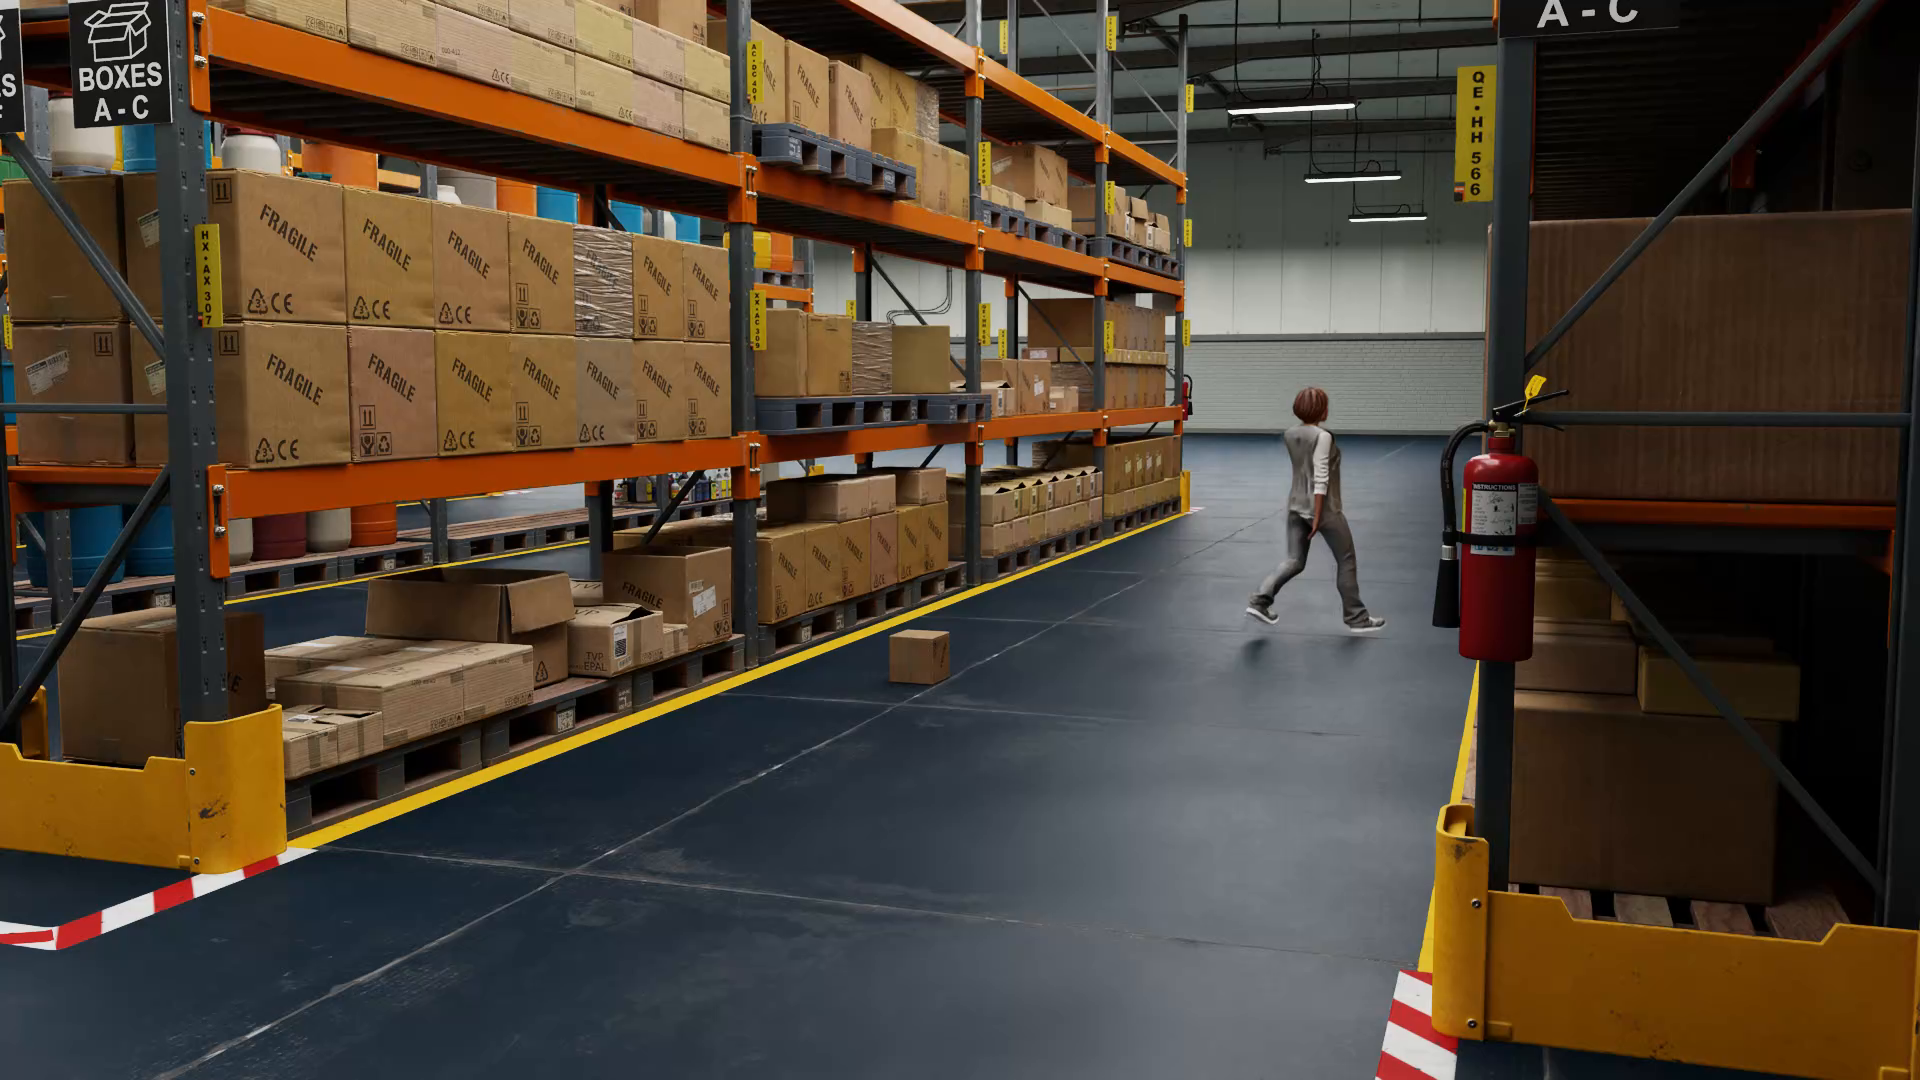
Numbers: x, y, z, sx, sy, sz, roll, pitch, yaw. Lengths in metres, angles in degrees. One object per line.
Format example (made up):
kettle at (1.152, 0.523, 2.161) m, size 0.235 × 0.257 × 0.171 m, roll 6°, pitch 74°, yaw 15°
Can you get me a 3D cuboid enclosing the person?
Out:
person at (2.243, -0.185, 10.415) m, size 0.902 × 1.543 × 0.410 m, roll -3°, pitch 6°, yaw -33°
